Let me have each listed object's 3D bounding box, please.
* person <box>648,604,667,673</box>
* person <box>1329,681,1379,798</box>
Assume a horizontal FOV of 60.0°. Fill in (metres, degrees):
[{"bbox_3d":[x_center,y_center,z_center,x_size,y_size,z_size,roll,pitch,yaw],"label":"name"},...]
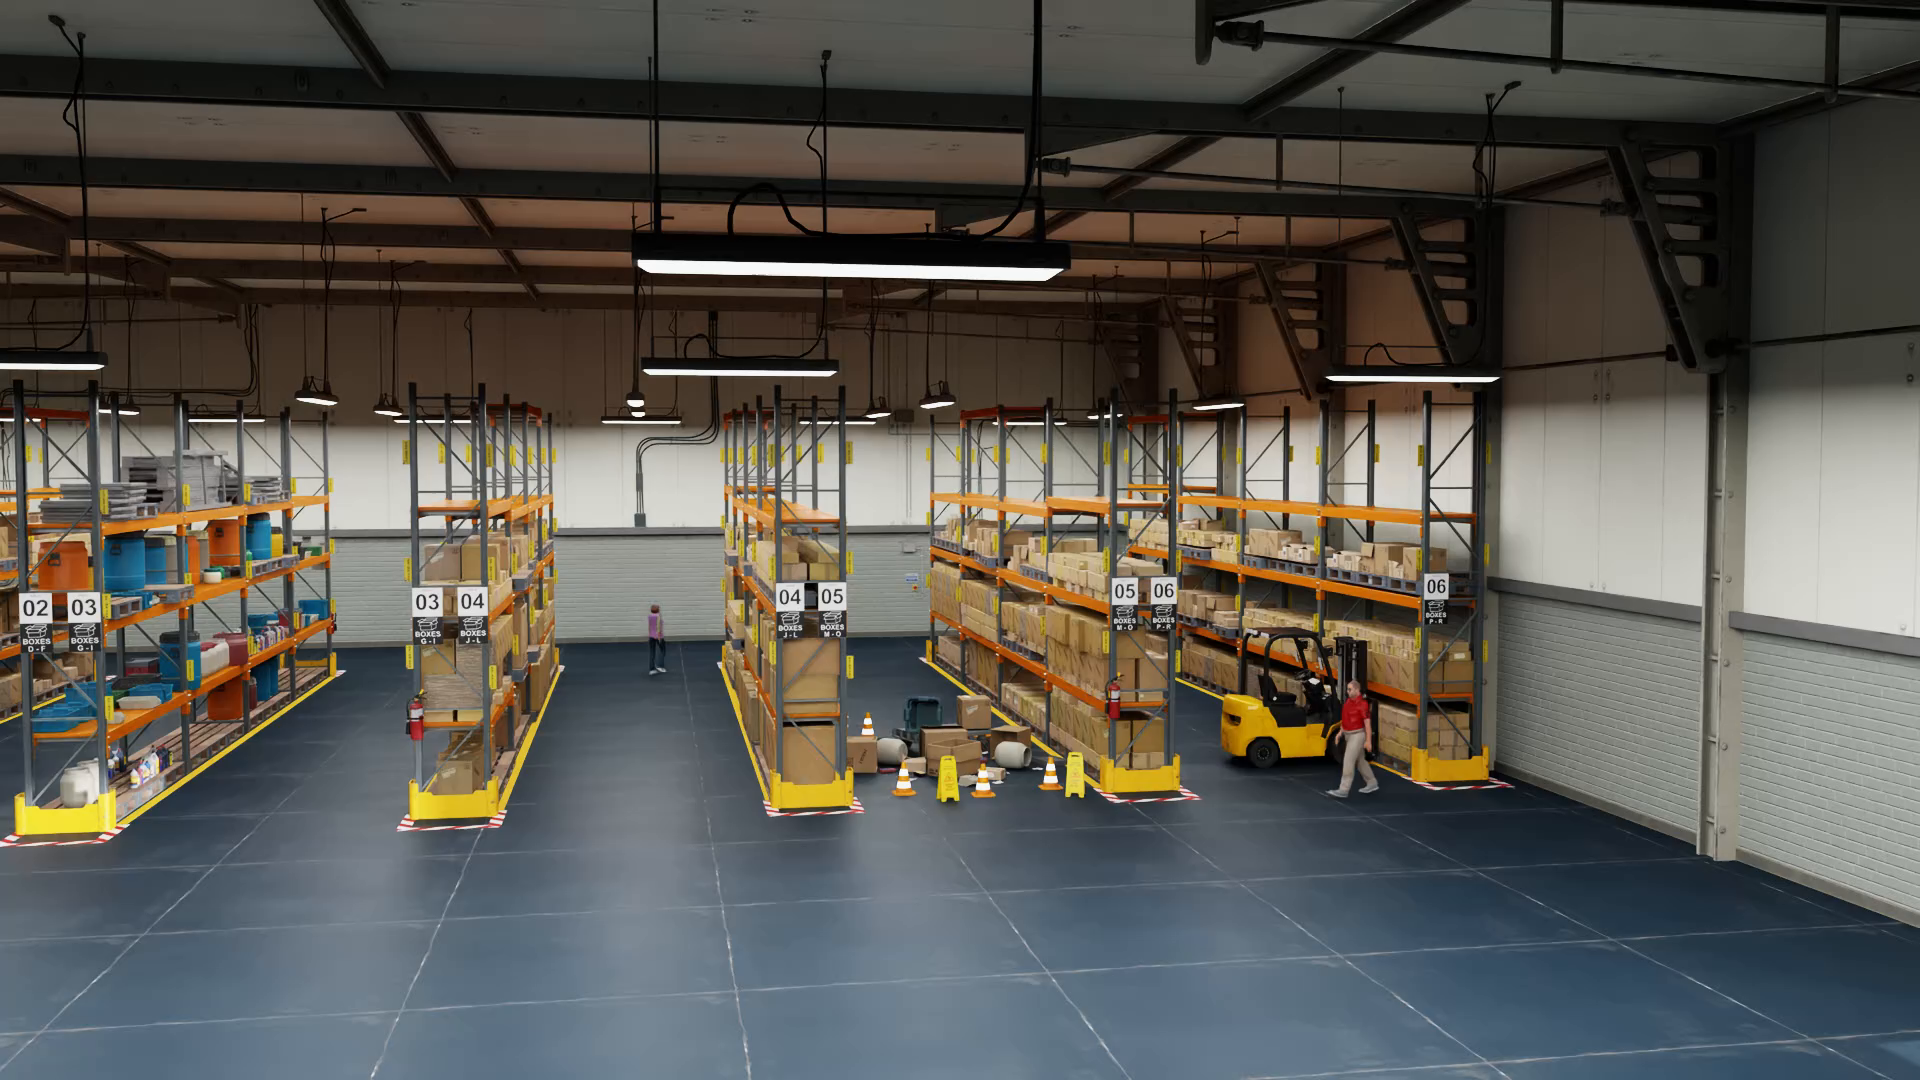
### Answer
[{"bbox_3d":[-7.012,2.280,38.187,0.420,1.611,0.514,1,3,14],"label":"person"},{"bbox_3d":[5.784,2.917,24.476,0.873,1.702,0.543,0,3,-8],"label":"person"}]
